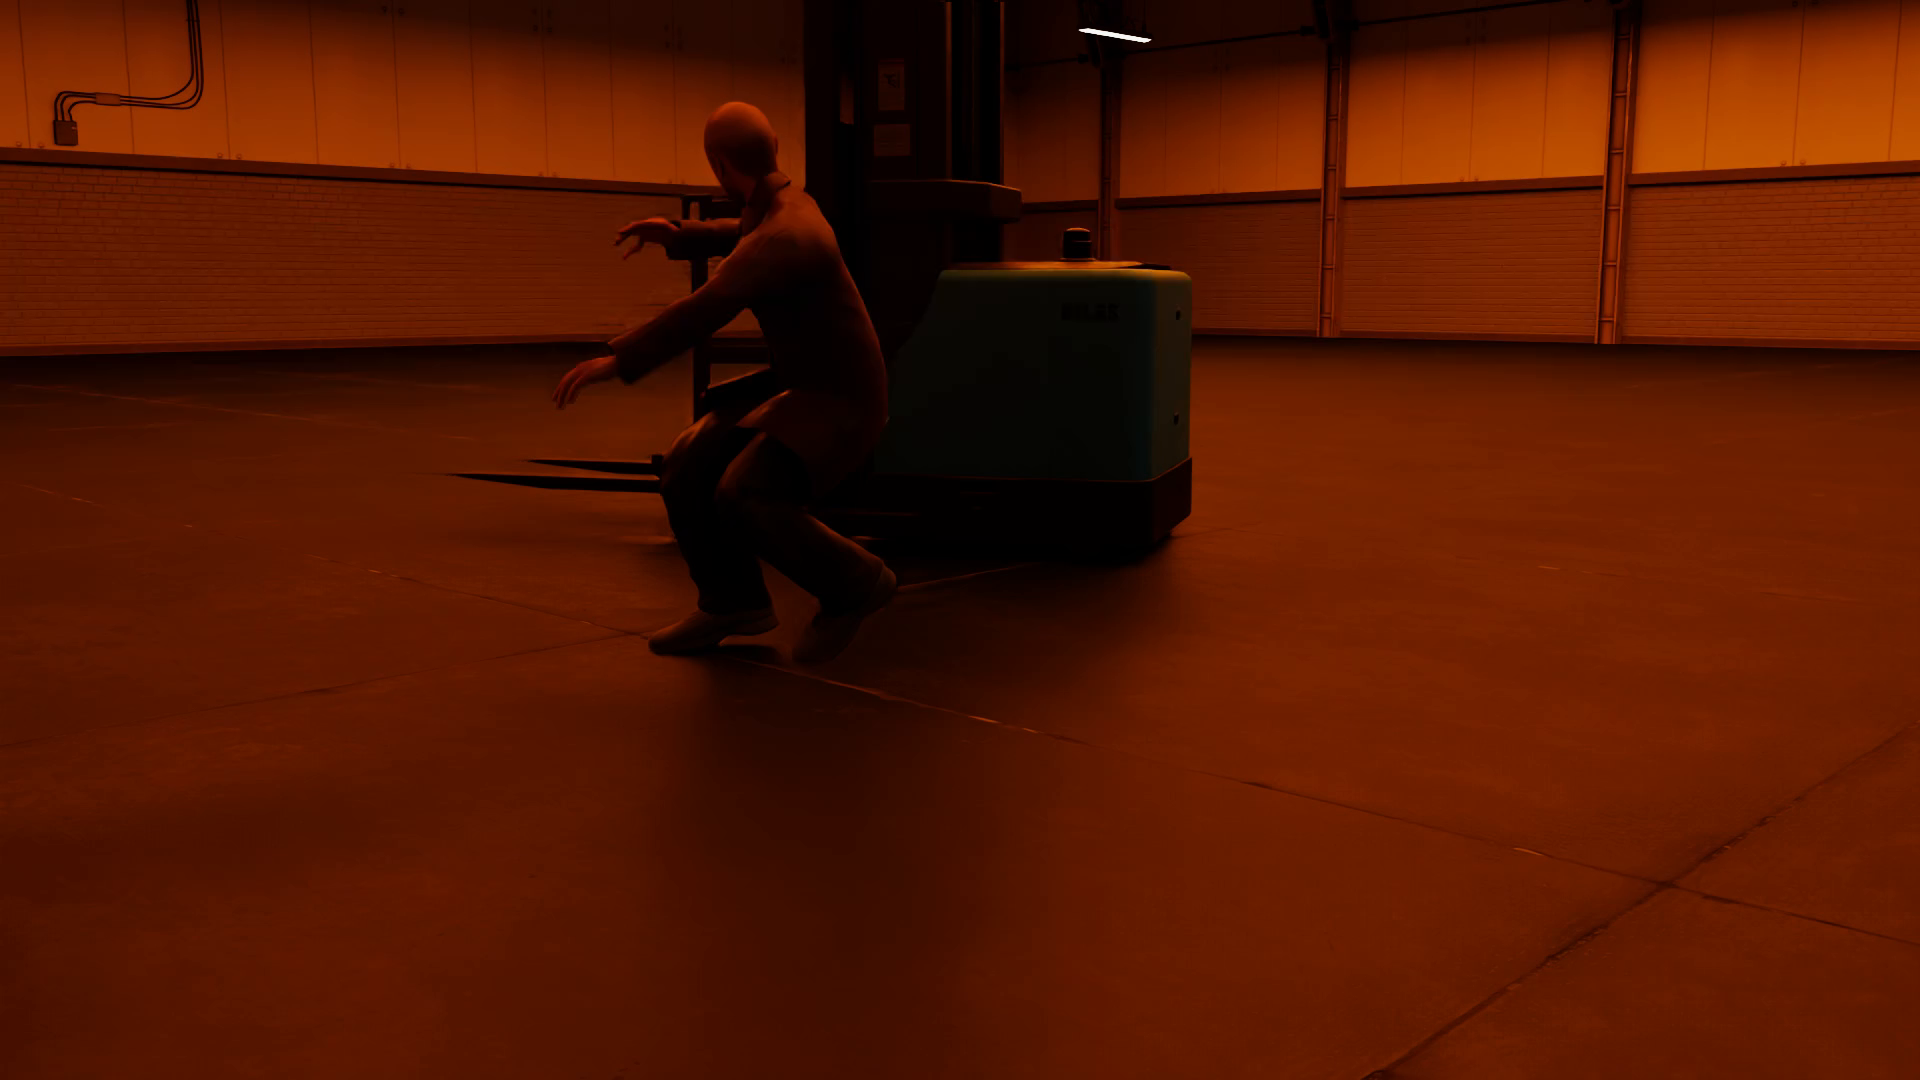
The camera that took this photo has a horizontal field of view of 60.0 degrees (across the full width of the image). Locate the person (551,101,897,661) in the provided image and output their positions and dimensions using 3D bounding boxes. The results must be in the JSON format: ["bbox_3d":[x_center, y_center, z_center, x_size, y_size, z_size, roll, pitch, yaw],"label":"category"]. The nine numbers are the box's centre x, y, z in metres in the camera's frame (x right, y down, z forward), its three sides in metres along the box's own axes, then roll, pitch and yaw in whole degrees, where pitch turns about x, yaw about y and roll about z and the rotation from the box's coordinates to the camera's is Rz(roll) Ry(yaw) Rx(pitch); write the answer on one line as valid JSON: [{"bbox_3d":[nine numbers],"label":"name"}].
[{"bbox_3d":[-0.668,-0.399,4.460,0.991,1.497,0.844,-4,10,-27],"label":"person"}]

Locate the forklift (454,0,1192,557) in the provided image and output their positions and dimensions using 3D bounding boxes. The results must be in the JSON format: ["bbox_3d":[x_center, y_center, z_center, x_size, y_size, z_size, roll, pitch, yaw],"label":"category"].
[{"bbox_3d":[-0.610,-1.490,6.767,3.031,2.935,1.130,3,9,17],"label":"forklift"}]
